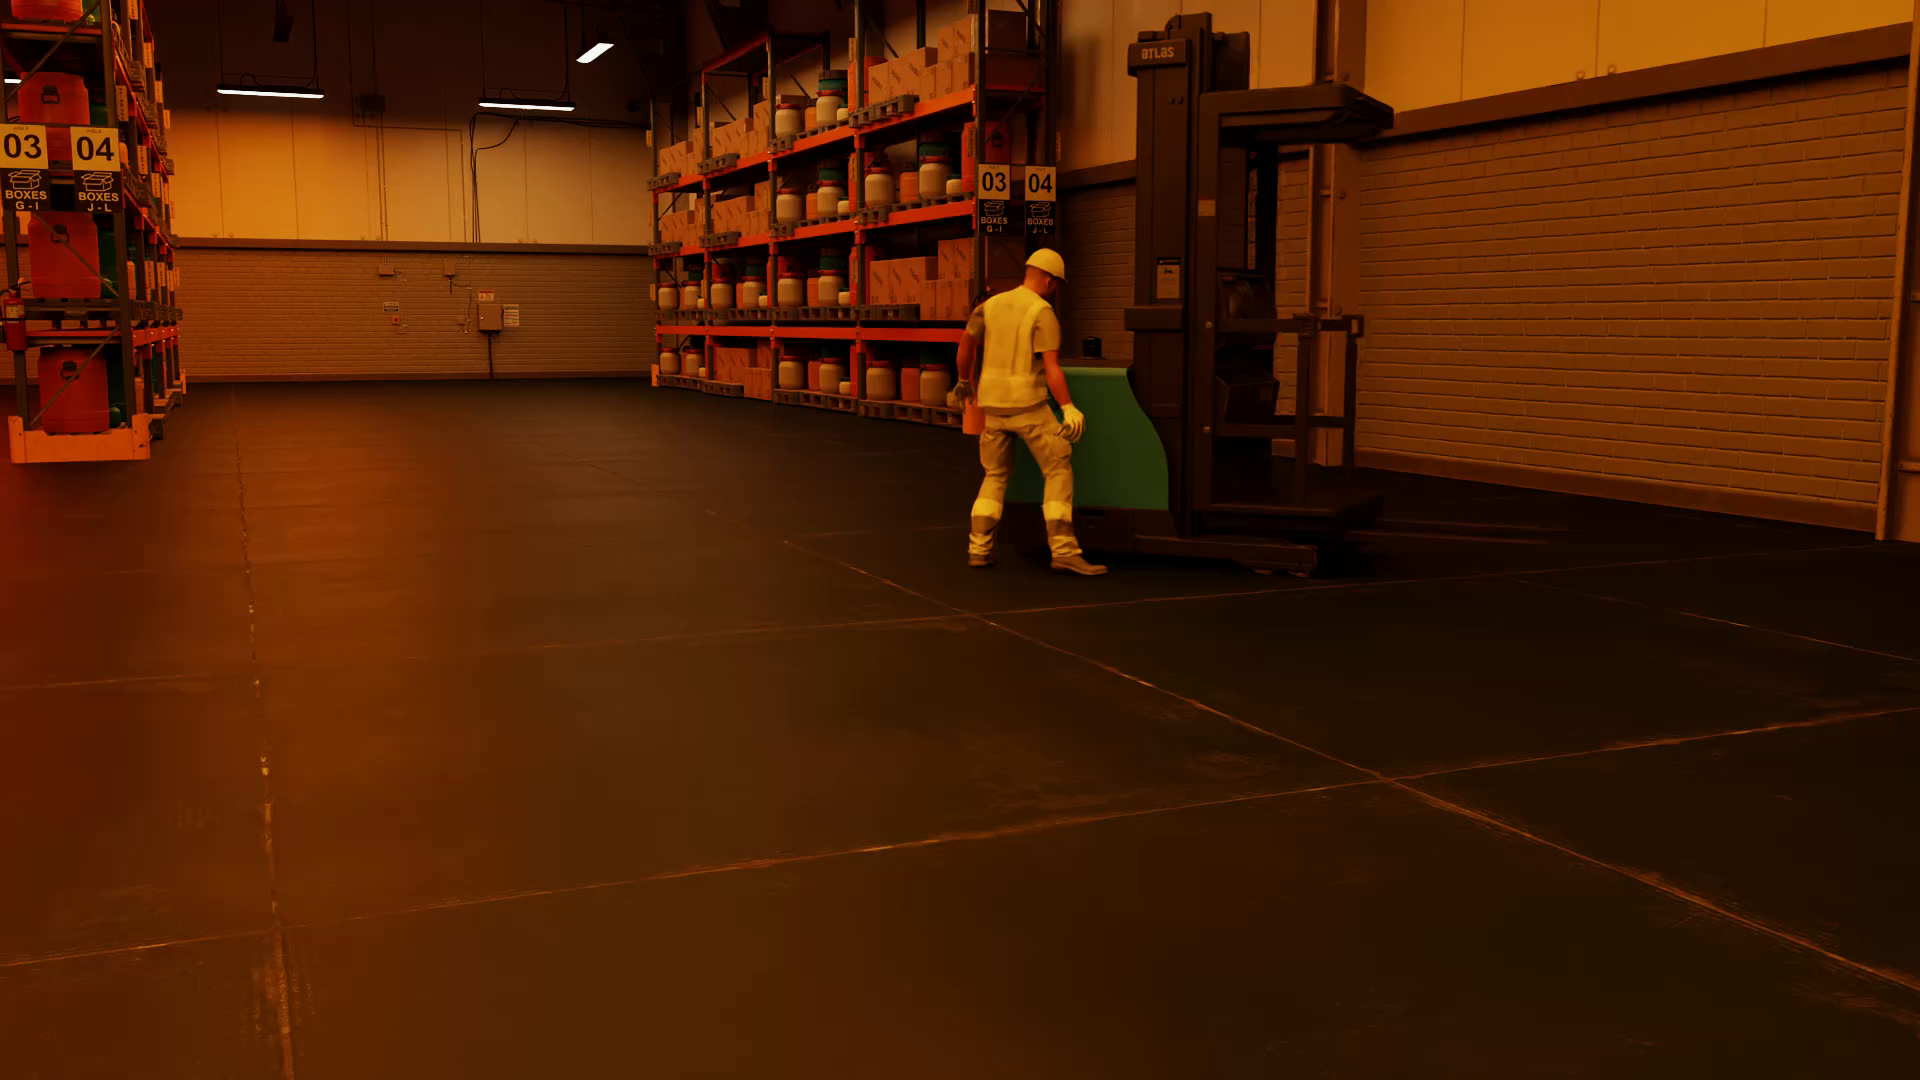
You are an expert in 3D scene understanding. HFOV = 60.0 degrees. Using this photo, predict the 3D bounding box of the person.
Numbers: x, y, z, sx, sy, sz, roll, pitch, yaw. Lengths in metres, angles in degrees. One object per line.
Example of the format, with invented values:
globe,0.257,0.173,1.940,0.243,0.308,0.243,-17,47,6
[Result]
person,0.367,-0.701,8.961,1.059,1.723,0.472,6,10,40

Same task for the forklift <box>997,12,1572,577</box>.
forklift,1.761,-1.338,9.085,3.031,2.935,1.130,4,8,27
